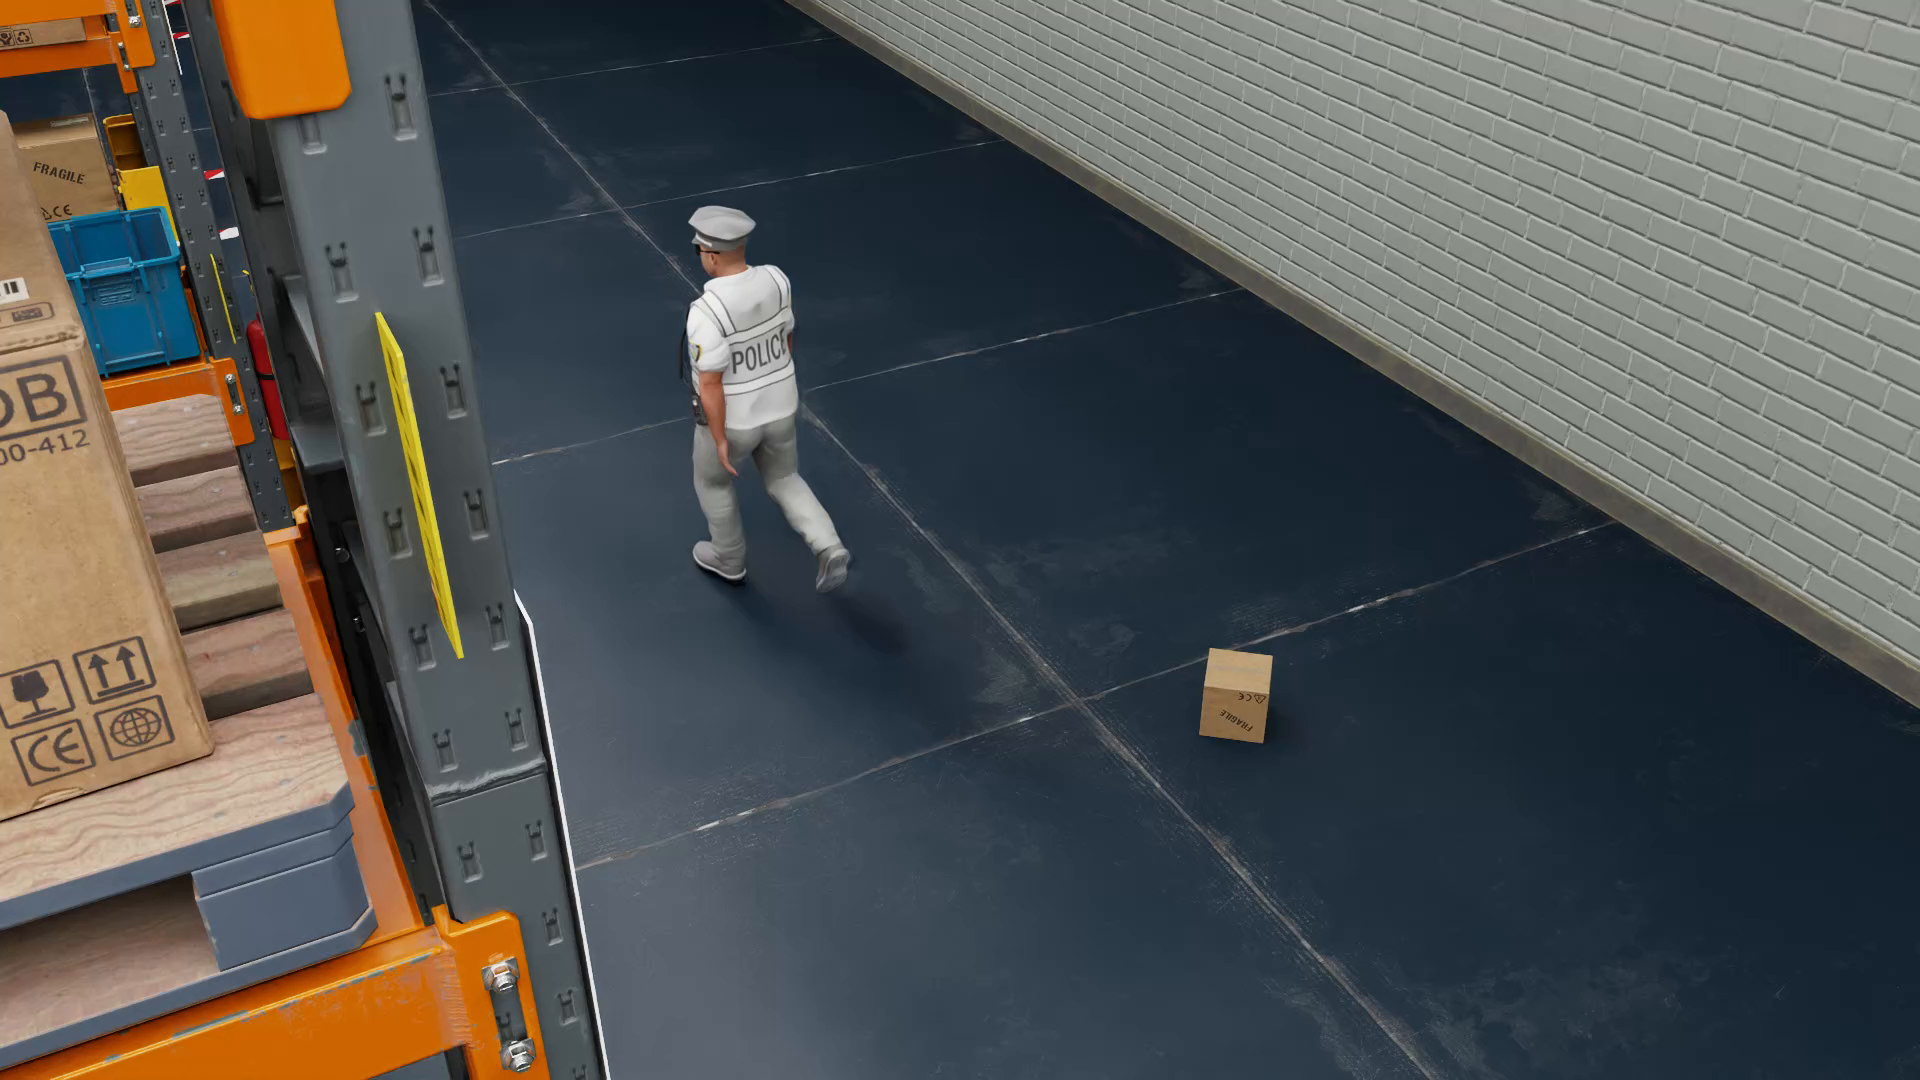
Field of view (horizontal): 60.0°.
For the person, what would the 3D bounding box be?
[{"bbox_3d":[-0.856,-0.533,6.926,0.538,1.721,0.840,-27,41,-35],"label":"person"}]
